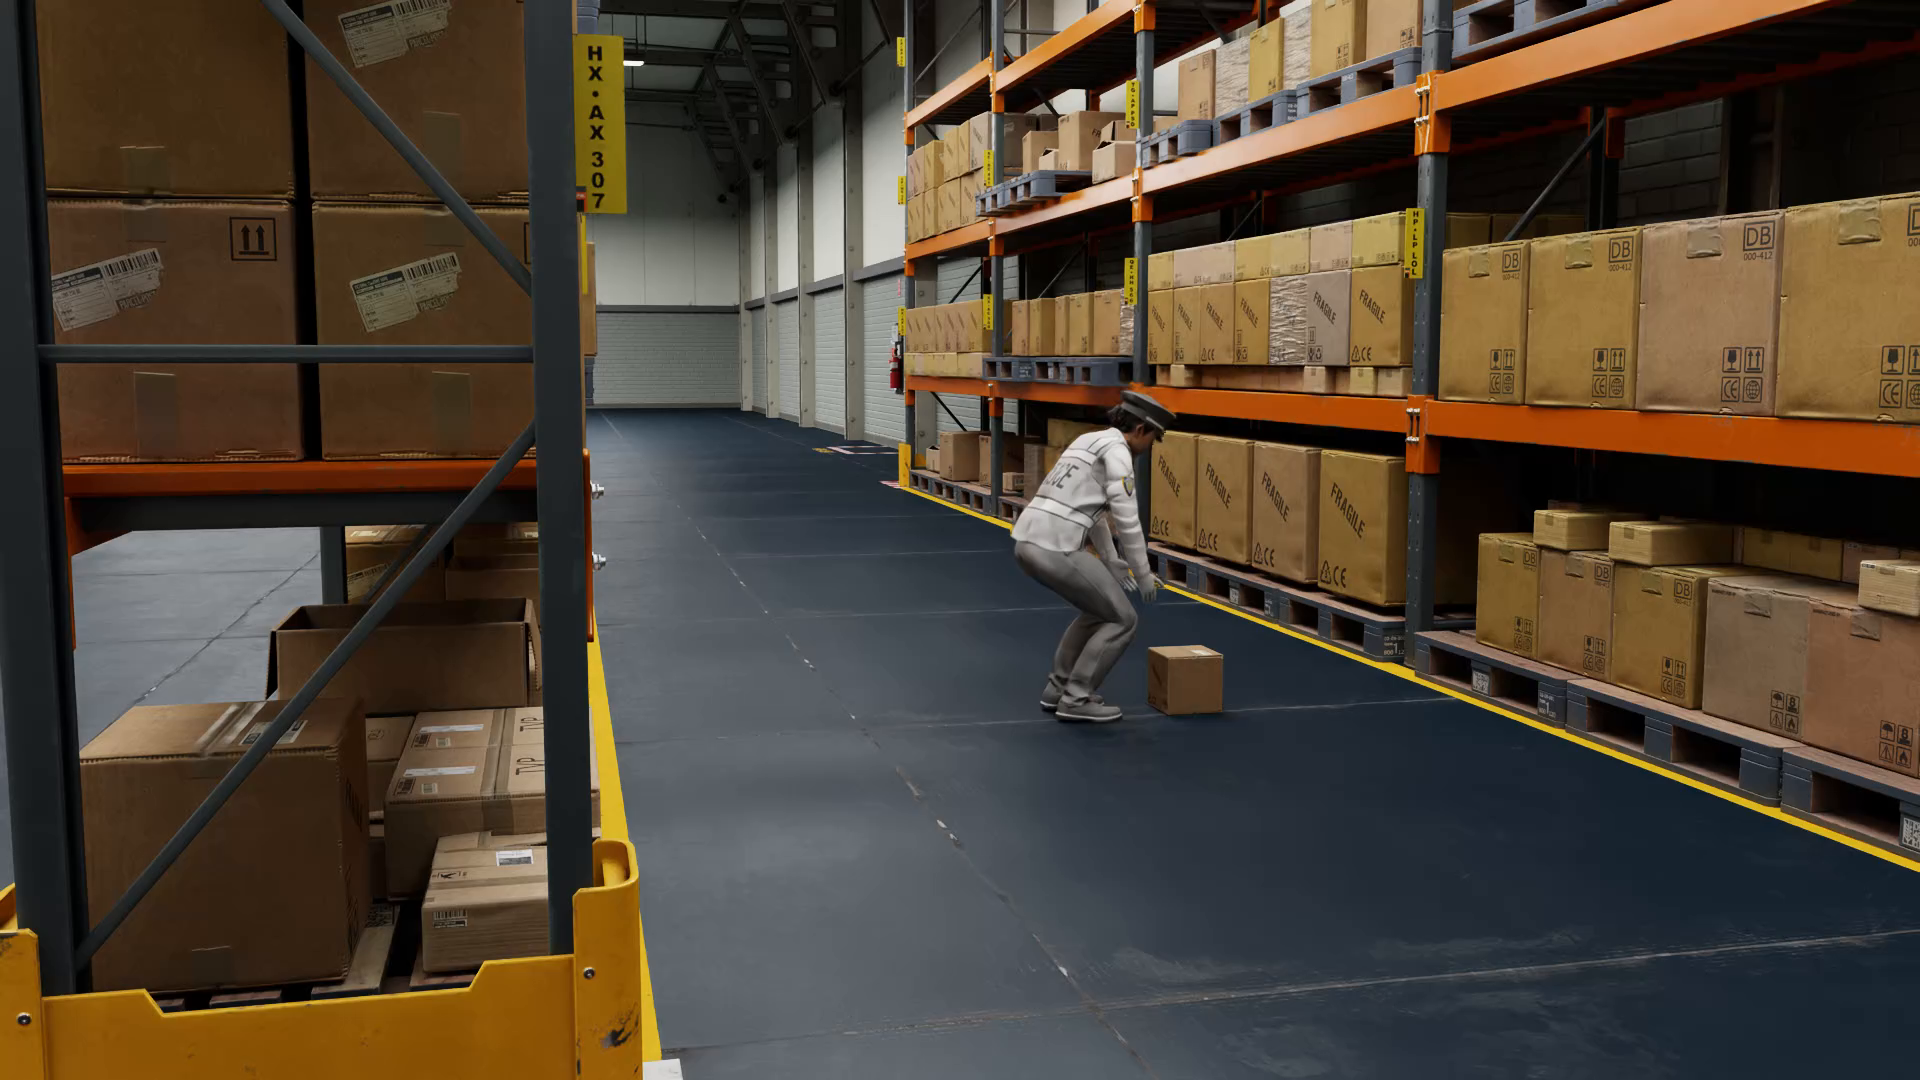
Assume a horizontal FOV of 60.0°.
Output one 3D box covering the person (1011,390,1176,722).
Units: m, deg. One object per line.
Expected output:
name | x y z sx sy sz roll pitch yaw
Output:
person | 0.564 0.056 7.036 0.709 1.375 0.535 -2 6 -14
